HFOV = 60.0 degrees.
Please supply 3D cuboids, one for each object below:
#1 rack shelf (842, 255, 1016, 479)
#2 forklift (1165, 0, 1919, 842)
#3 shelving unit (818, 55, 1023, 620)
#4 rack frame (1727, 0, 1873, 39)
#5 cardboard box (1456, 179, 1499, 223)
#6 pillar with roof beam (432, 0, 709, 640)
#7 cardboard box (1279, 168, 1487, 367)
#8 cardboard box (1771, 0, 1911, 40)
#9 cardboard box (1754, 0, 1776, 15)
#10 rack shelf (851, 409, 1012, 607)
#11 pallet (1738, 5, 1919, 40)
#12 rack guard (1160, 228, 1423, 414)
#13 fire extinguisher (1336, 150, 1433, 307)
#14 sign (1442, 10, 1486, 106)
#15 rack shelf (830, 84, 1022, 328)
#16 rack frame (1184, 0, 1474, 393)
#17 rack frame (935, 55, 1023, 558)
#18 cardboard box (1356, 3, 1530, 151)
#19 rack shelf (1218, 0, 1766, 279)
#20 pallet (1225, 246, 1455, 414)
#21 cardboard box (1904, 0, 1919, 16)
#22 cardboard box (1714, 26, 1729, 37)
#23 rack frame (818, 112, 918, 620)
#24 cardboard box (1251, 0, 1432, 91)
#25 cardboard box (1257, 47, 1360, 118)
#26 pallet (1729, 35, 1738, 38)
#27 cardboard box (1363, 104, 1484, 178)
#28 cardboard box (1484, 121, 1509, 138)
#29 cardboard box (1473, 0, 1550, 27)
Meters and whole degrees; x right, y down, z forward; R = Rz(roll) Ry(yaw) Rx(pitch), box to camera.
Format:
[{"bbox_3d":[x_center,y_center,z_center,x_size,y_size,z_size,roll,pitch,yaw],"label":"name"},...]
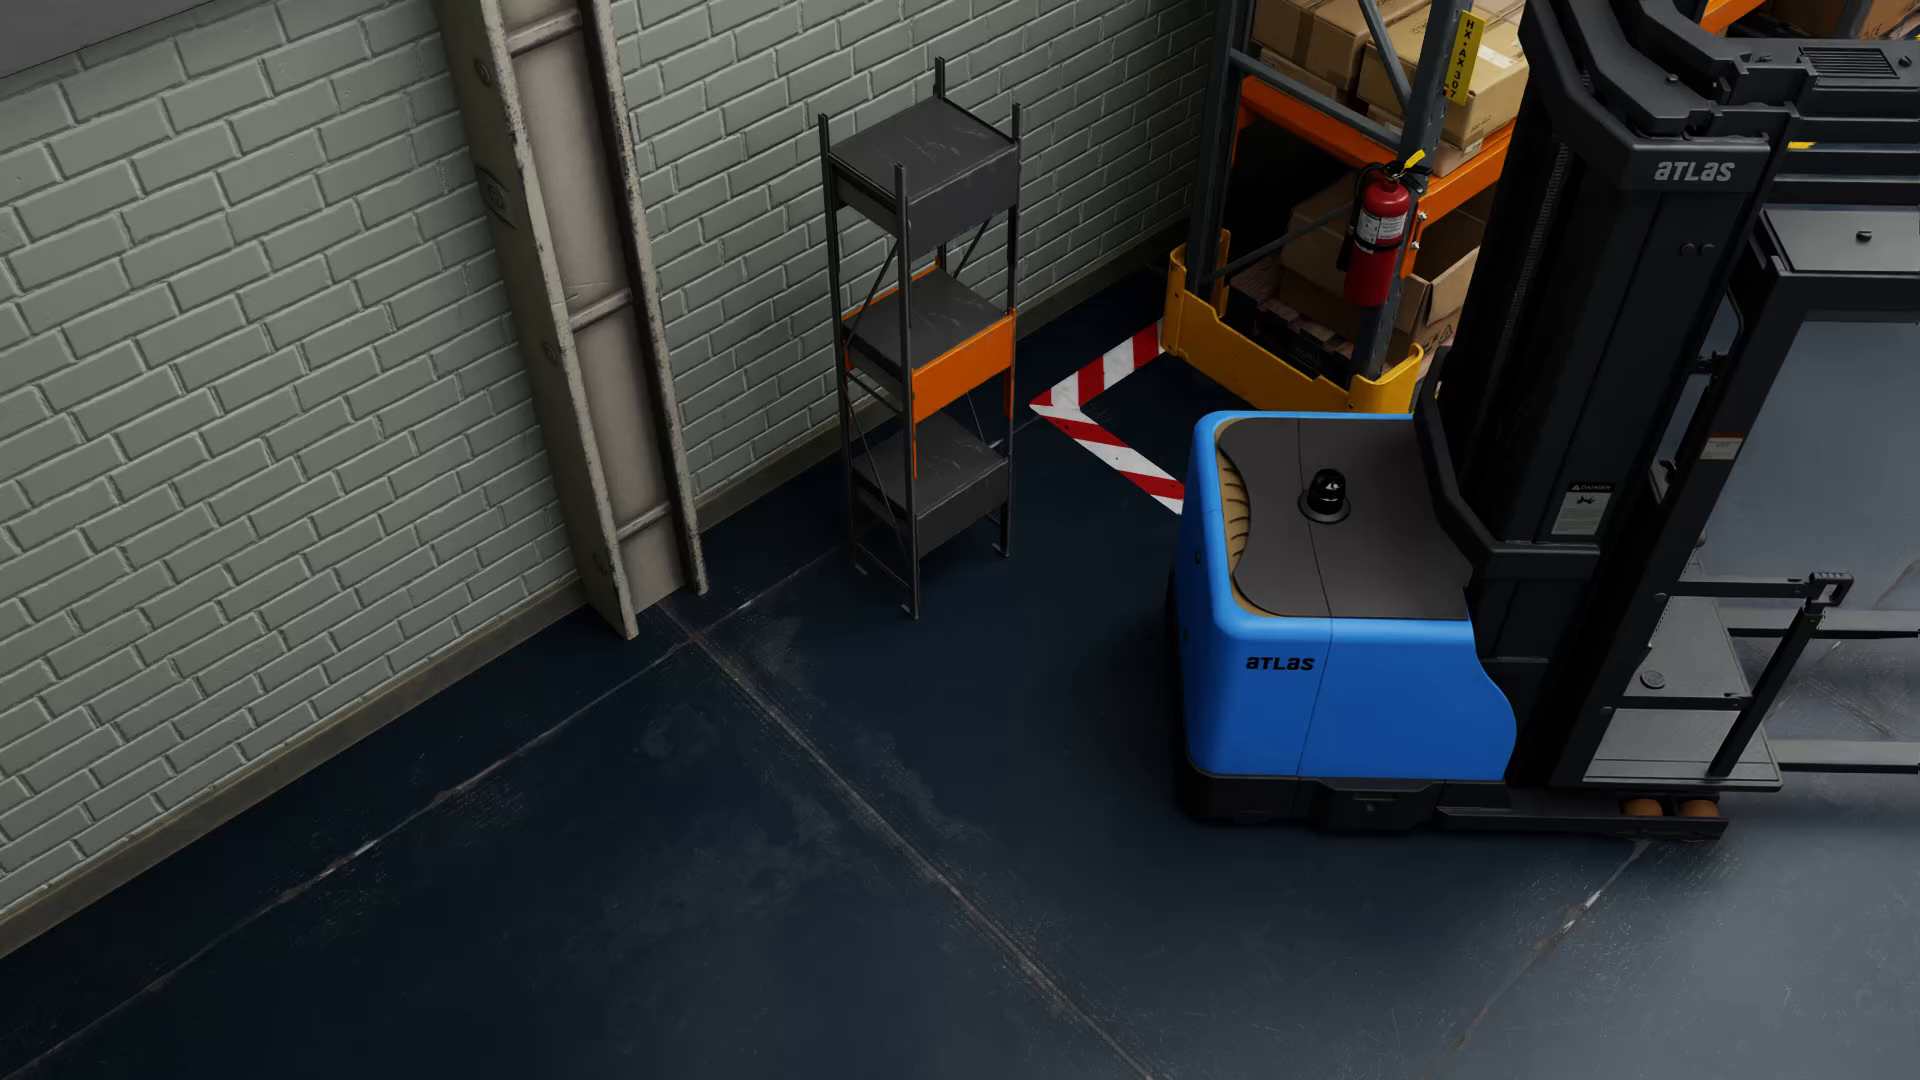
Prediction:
[{"bbox_3d":[-0.122,-0.621,5.966,0.480,0.518,0.431,-34,56,-27],"label":"rack shelf"},{"bbox_3d":[2.298,-0.335,5.118,3.031,2.935,1.130,1,47,1],"label":"forklift"},{"bbox_3d":[-0.122,-0.630,5.956,0.503,2.100,0.431,-34,56,-27],"label":"shelving unit"},{"bbox_3d":[4.316,-3.628,8.110,0.127,3.000,1.000,-34,56,-27],"label":"rack frame"},{"bbox_3d":[2.531,-1.598,7.651,0.500,0.500,0.700,-32,55,-26],"label":"cardboard box"},{"bbox_3d":[1.651,-0.501,1.143,0.400,9.000,9.100,-34,56,-27],"label":"pillar with roof beam"},{"bbox_3d":[1.873,-1.197,7.280,0.637,0.503,0.797,-36,57,-28],"label":"cardboard box"},{"bbox_3d":[4.825,-3.040,8.982,0.500,0.500,0.500,-31,55,-26],"label":"cardboard box"},{"bbox_3d":[4.480,-3.327,9.247,0.500,0.500,0.500,-34,56,-27],"label":"cardboard box"},{"bbox_3d":[-0.122,-0.146,6.481,0.480,0.518,0.431,-34,56,-27],"label":"rack shelf"},{"bbox_3d":[4.892,-3.105,9.525,1.213,0.211,1.003,-34,56,-27],"label":"pallet"},{"bbox_3d":[1.412,-0.840,7.239,0.348,0.500,1.175,-34,56,-27],"label":"rack guard"},{"bbox_3d":[1.558,-1.174,6.152,0.183,0.674,0.296,-34,56,-27],"label":"fire extinguisher"},{"bbox_3d":[1.721,-1.649,5.695,0.005,0.325,0.100,-34,56,-27],"label":"sign"},{"bbox_3d":[-0.122,-1.096,5.452,0.480,0.518,0.431,-34,56,-27],"label":"rack shelf"},{"bbox_3d":[1.356,-1.651,6.285,0.127,3.000,1.000,-34,56,-27],"label":"rack frame"},{"bbox_3d":[0.058,-0.751,6.067,0.015,2.100,0.400,-34,56,-27],"label":"rack frame"},{"bbox_3d":[1.873,-1.778,6.303,0.500,0.250,0.500,-33,56,-27],"label":"cardboard box"},{"bbox_3d":[2.836,-2.395,7.462,4.000,0.370,1.077,-34,56,-27],"label":"rack shelf"},{"bbox_3d":[2.002,-1.137,7.709,1.213,0.211,1.003,-34,56,-27],"label":"pallet"},{"bbox_3d":[5.212,-3.308,9.230,0.500,0.500,0.500,-34,56,-28],"label":"cardboard box"},{"bbox_3d":[3.668,-2.661,8.761,0.500,0.311,0.500,-32,55,-26],"label":"cardboard box"},{"bbox_3d":[-0.303,-0.510,5.845,0.015,2.100,0.400,-34,56,-27],"label":"rack frame"},{"bbox_3d":[1.518,-2.072,6.574,0.500,0.250,0.500,-32,55,-26],"label":"cardboard box"},{"bbox_3d":[1.421,-1.875,6.663,0.250,0.149,0.380,-34,56,-28],"label":"cardboard box"},{"bbox_3d":[3.807,-2.344,8.822,1.213,0.211,1.003,-34,56,-27],"label":"pallet"},{"bbox_3d":[1.784,-1.579,6.390,0.250,0.149,0.380,-34,56,-27],"label":"cardboard box"},{"bbox_3d":[1.941,-1.730,6.529,0.250,0.149,0.380,-32,55,-26],"label":"cardboard box"},{"bbox_3d":[2.246,-2.028,6.533,0.500,0.250,0.500,-33,55,-27],"label":"cardboard box"}]
